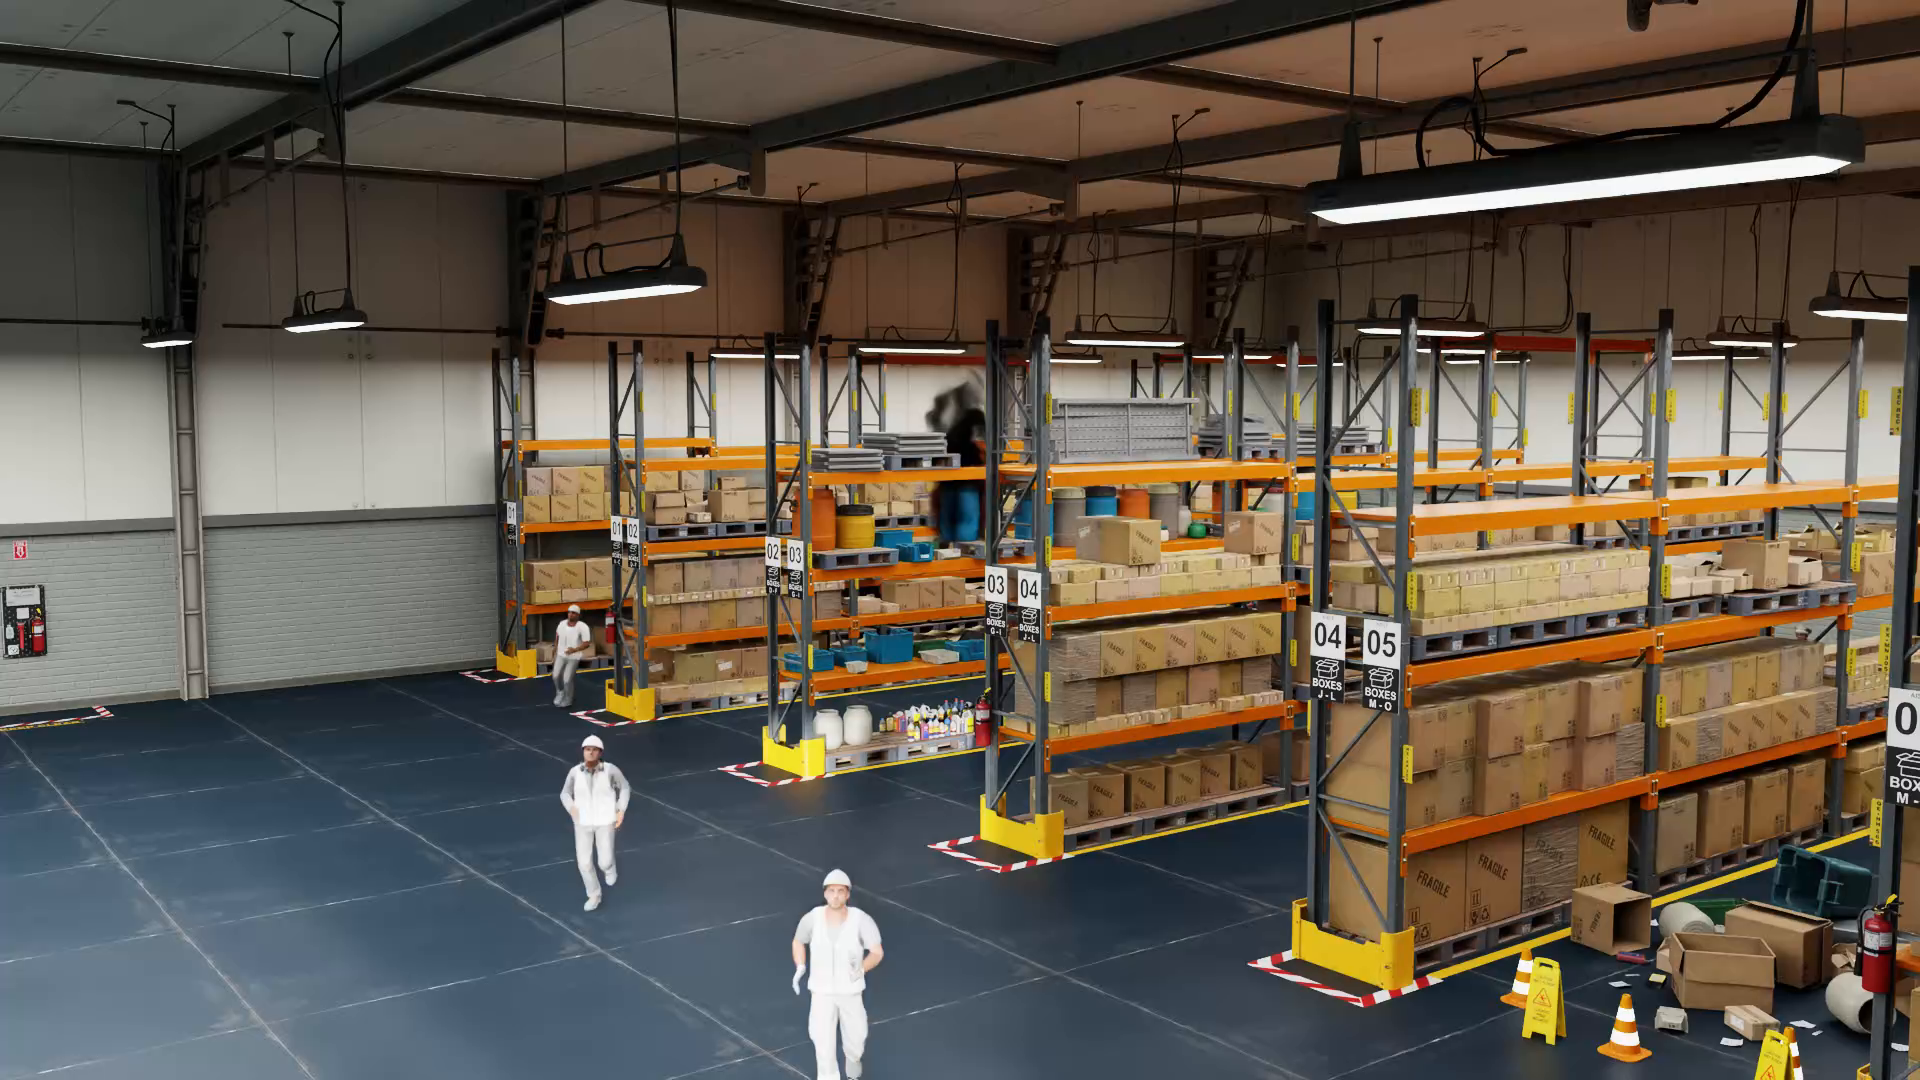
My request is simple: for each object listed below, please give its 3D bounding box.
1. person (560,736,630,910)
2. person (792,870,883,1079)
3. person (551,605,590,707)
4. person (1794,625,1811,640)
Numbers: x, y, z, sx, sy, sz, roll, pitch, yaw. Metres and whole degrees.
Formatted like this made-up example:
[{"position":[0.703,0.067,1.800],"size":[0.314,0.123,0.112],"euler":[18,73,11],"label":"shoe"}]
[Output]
[{"position":[-3.690,2.838,16.813],"size":[0.691,1.732,0.609],"euler":[0,5,-6],"label":"person"},{"position":[-0.886,3.241,11.962],"size":[0.668,1.758,0.849],"euler":[0,5,1],"label":"person"},{"position":[-6.414,1.911,27.271],"size":[0.711,1.709,0.609],"euler":[1,5,11],"label":"person"},{"position":[12.783,2.121,25.367],"size":[0.555,1.661,0.578],"euler":[-5,7,-44],"label":"person"}]
